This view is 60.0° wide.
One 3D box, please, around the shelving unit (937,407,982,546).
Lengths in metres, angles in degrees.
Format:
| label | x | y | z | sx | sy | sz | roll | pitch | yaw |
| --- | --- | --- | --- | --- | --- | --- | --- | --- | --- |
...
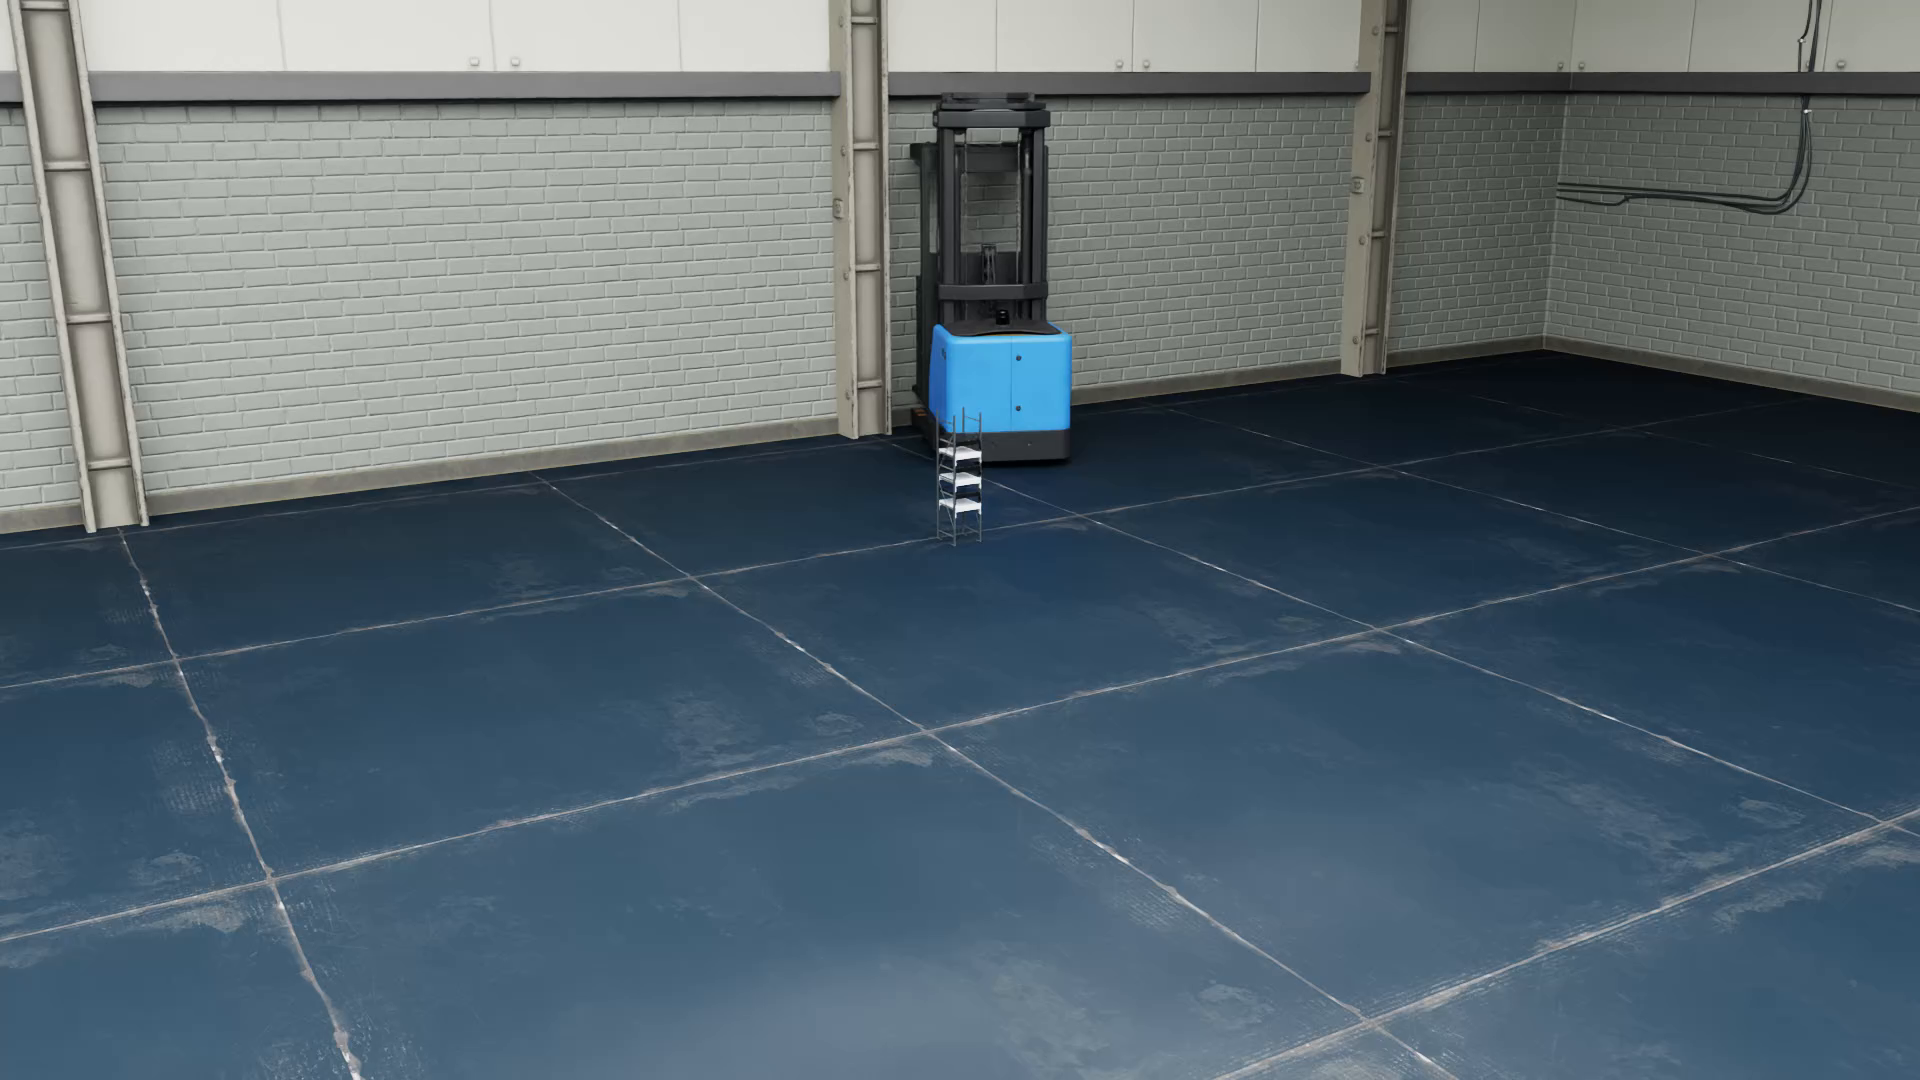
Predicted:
| label | x | y | z | sx | sy | sz | roll | pitch | yaw |
| --- | --- | --- | --- | --- | --- | --- | --- | --- | --- |
| shelving unit | -0.007 | -0.432 | 11.284 | 0.210 | 0.900 | 0.258 | -9 | 18 | -30 |

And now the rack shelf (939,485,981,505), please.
| label | x | y | z | sx | sy | sz | roll | pitch | yaw |
| --- | --- | --- | --- | --- | --- | --- | --- | --- | --- |
| rack shelf | -0.007 | -0.313 | 11.318 | 0.200 | 0.077 | 0.258 | -9 | 18 | -30 |

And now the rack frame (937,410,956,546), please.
| label | x | y | z | sx | sy | sz | roll | pitch | yaw |
| --- | --- | --- | --- | --- | --- | --- | --- | --- | --- |
| rack frame | -0.094 | -0.418 | 11.234 | 0.006 | 0.900 | 0.240 | -9 | 18 | -30 |

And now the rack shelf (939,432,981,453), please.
| label | x | y | z | sx | sy | sz | roll | pitch | yaw |
| --- | --- | --- | --- | --- | --- | --- | --- | --- | --- |
| rack shelf | -0.007 | -0.660 | 11.220 | 0.200 | 0.077 | 0.258 | -9 | 18 | -30 |

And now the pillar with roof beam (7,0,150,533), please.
| label | x | y | z | sx | sy | sz | roll | pitch | yaw |
| --- | --- | --- | --- | --- | --- | --- | --- | --- | --- |
| pillar with roof beam | -3.773 | -3.450 | 7.045 | 0.400 | 9.000 | 9.100 | -9 | 18 | -30 |

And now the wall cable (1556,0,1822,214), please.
| label | x | y | z | sx | sy | sz | roll | pitch | yaw |
| --- | --- | --- | --- | --- | --- | --- | --- | --- | --- |
| wall cable | 7.502 | -4.722 | 17.337 | 0.112 | 2.526 | 3.097 | -9 | 18 | -30 |

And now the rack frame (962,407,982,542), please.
| label | x | y | z | sx | sy | sz | roll | pitch | yaw |
| --- | --- | --- | --- | --- | --- | --- | --- | --- | --- |
| rack frame | 0.080 | -0.446 | 11.335 | 0.006 | 0.900 | 0.240 | -9 | 18 | -30 |

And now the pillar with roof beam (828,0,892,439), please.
| label | x | y | z | sx | sy | sz | roll | pitch | yaw |
| --- | --- | --- | --- | --- | --- | --- | --- | --- | --- |
| pillar with roof beam | 1.370 | -4.284 | 10.020 | 0.400 | 9.000 | 9.100 | -9 | 18 | -30 |

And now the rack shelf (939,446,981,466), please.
| label | x | y | z | sx | sy | sz | roll | pitch | yaw |
| --- | --- | --- | --- | --- | --- | --- | --- | --- | --- |
| rack shelf | -0.007 | -0.573 | 11.245 | 0.200 | 0.077 | 0.258 | -9 | 18 | -30 |

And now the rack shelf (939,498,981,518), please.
| label | x | y | z | sx | sy | sz | roll | pitch | yaw |
| --- | --- | --- | --- | --- | --- | --- | --- | --- | --- |
| rack shelf | -0.007 | -0.227 | 11.342 | 0.200 | 0.077 | 0.258 | -9 | 18 | -30 |

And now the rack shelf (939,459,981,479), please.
| label | x | y | z | sx | sy | sz | roll | pitch | yaw |
| --- | --- | --- | --- | --- | --- | --- | --- | --- | --- |
| rack shelf | -0.007 | -0.487 | 11.269 | 0.200 | 0.077 | 0.258 | -9 | 18 | -30 |

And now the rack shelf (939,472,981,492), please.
| label | x | y | z | sx | sy | sz | roll | pitch | yaw |
| --- | --- | --- | --- | --- | --- | --- | --- | --- | --- |
| rack shelf | -0.007 | -0.400 | 11.293 | 0.200 | 0.077 | 0.258 | -9 | 18 | -30 |

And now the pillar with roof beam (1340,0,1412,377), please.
| label | x | y | z | sx | sy | sz | roll | pitch | yaw |
| --- | --- | --- | --- | --- | --- | --- | --- | --- | --- |
| pillar with roof beam | 6.513 | -5.118 | 12.995 | 0.400 | 9.000 | 9.100 | -9 | 18 | -30 |

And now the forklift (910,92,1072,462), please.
| label | x | y | z | sx | sy | sz | roll | pitch | yaw |
| --- | --- | --- | --- | --- | --- | --- | --- | --- | --- |
| forklift | 0.163 | -2.386 | 14.490 | 1.130 | 2.935 | 3.031 | -3 | 16 | -9 |
